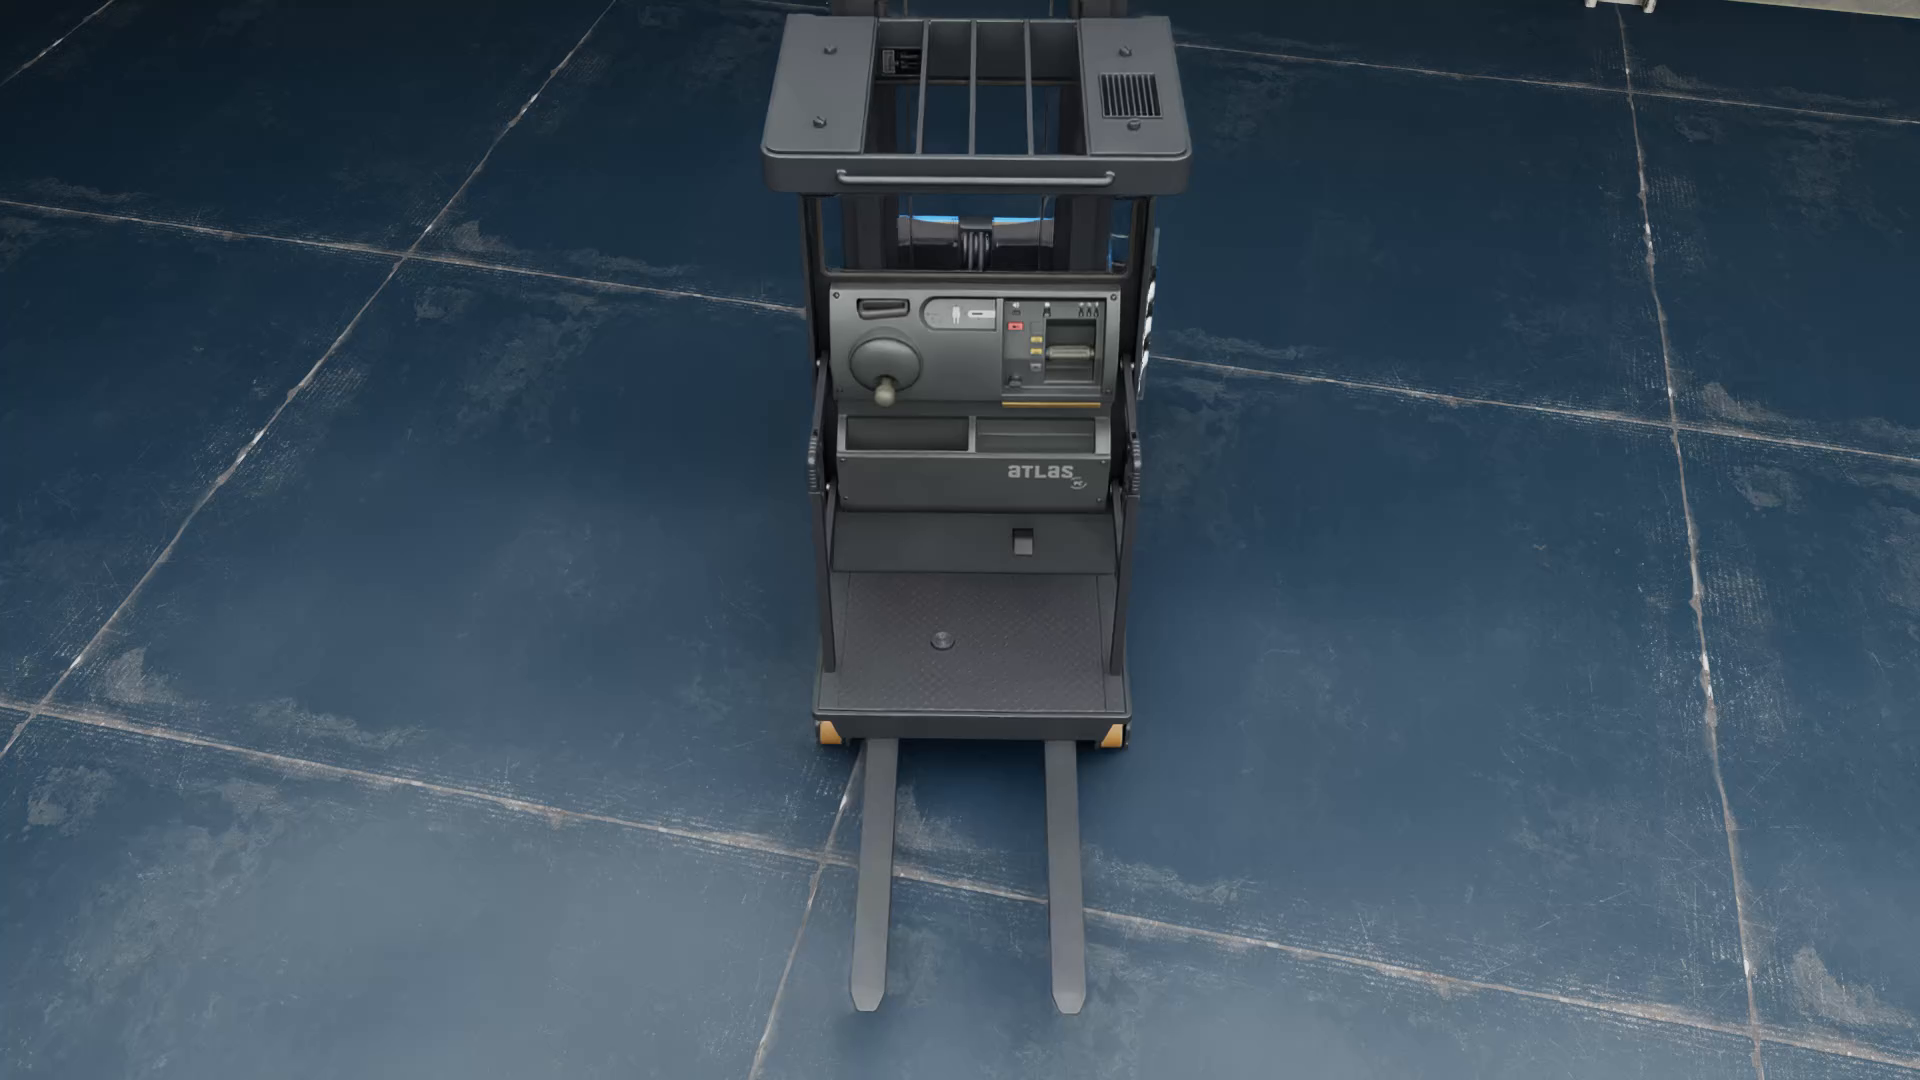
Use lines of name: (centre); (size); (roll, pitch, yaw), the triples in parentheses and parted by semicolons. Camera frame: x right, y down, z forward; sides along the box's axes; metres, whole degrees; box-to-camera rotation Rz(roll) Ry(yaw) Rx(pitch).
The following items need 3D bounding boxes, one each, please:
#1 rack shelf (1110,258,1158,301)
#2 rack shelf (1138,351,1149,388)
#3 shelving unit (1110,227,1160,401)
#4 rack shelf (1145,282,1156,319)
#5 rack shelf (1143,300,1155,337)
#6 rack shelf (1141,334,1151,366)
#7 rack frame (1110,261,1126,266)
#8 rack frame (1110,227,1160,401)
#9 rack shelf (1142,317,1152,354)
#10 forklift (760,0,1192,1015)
rack shelf: (0.670, -1.072, 6.873); (0.258, 0.077, 0.200); (12, 45, 12)
rack shelf: (0.670, -0.748, 7.185); (0.258, 0.077, 0.200); (12, 45, 12)
shelving unit: (0.670, -0.901, 7.037); (0.258, 0.900, 0.210); (12, 45, 12)
rack shelf: (0.670, -1.007, 6.936); (0.258, 0.077, 0.200); (12, 45, 12)
rack shelf: (0.670, -0.942, 6.998); (0.258, 0.077, 0.200); (12, 45, 12)
rack shelf: (0.670, -0.812, 7.123); (0.258, 0.077, 0.200); (12, 45, 12)
rack frame: (0.641, -0.834, 6.967); (0.240, 0.900, 0.006); (12, 45, 12)
rack frame: (0.699, -0.969, 7.108); (0.240, 0.900, 0.006); (12, 45, 12)
rack shelf: (0.670, -0.877, 7.061); (0.258, 0.077, 0.200); (12, 45, 12)
forklift: (0.046, -0.535, 5.192); (1.130, 2.935, 3.031); (1, 44, 1)
